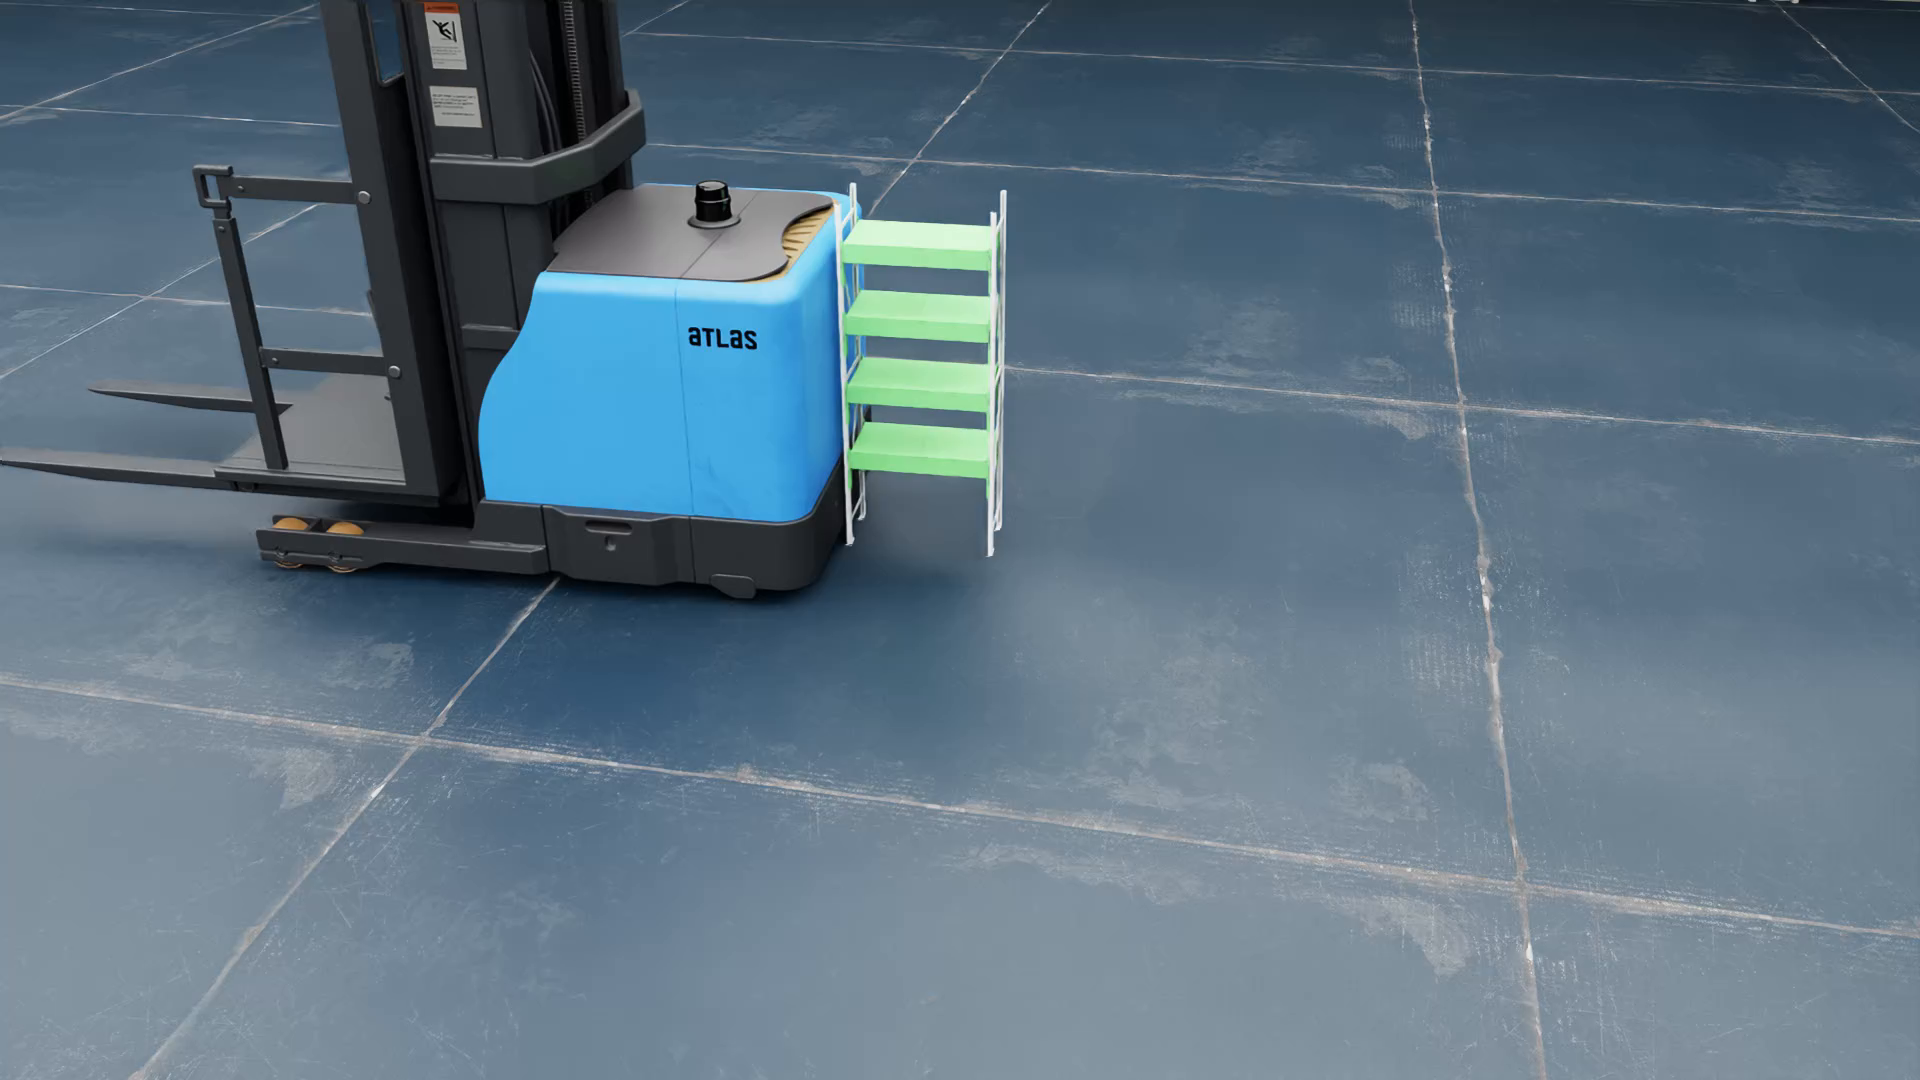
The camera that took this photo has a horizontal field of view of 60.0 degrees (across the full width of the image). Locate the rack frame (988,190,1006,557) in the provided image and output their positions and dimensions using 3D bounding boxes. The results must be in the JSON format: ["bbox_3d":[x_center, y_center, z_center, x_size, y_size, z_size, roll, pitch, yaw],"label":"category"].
[{"bbox_3d":[0.121,-0.526,5.461,0.015,1.200,0.240,4,29,8],"label":"rack frame"}]

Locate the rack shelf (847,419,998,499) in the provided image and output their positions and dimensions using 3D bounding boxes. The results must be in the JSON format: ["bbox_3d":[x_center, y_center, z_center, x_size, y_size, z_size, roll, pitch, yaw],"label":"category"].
[{"bbox_3d":[-0.120,-0.278,5.641,0.480,0.148,0.258,4,29,8],"label":"rack shelf"}]

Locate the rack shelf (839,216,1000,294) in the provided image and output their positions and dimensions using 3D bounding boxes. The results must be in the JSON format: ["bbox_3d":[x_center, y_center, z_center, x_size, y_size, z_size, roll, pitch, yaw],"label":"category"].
[{"bbox_3d":[-0.120,-0.910,5.295,0.480,0.148,0.258,4,29,8],"label":"rack shelf"}]

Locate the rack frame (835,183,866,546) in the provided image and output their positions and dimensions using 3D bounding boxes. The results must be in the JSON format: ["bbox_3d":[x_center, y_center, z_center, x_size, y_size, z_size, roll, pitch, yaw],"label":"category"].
[{"bbox_3d":[-0.361,-0.563,5.529,0.015,1.200,0.240,4,29,8],"label":"rack frame"}]

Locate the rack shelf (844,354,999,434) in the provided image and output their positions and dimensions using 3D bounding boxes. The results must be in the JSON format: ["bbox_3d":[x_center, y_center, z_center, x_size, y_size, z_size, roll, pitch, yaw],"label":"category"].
[{"bbox_3d":[-0.120,-0.488,5.526,0.480,0.148,0.258,4,29,8],"label":"rack shelf"}]

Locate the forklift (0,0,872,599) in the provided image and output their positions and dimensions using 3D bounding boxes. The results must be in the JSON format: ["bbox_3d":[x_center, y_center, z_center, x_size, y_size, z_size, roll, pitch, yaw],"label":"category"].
[{"bbox_3d":[-1.885,-1.420,5.291,3.031,2.935,1.130,5,29,8],"label":"forklift"}]

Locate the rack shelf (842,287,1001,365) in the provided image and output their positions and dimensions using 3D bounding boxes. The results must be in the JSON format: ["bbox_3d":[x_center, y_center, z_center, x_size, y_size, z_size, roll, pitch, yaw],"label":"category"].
[{"bbox_3d":[-0.120,-0.699,5.411,0.480,0.148,0.258,4,29,8],"label":"rack shelf"}]

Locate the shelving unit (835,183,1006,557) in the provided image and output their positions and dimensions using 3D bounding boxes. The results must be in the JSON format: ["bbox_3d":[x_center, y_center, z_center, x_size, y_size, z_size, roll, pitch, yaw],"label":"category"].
[{"bbox_3d":[-0.120,-0.545,5.495,0.503,1.200,0.258,4,29,8],"label":"shelving unit"}]
